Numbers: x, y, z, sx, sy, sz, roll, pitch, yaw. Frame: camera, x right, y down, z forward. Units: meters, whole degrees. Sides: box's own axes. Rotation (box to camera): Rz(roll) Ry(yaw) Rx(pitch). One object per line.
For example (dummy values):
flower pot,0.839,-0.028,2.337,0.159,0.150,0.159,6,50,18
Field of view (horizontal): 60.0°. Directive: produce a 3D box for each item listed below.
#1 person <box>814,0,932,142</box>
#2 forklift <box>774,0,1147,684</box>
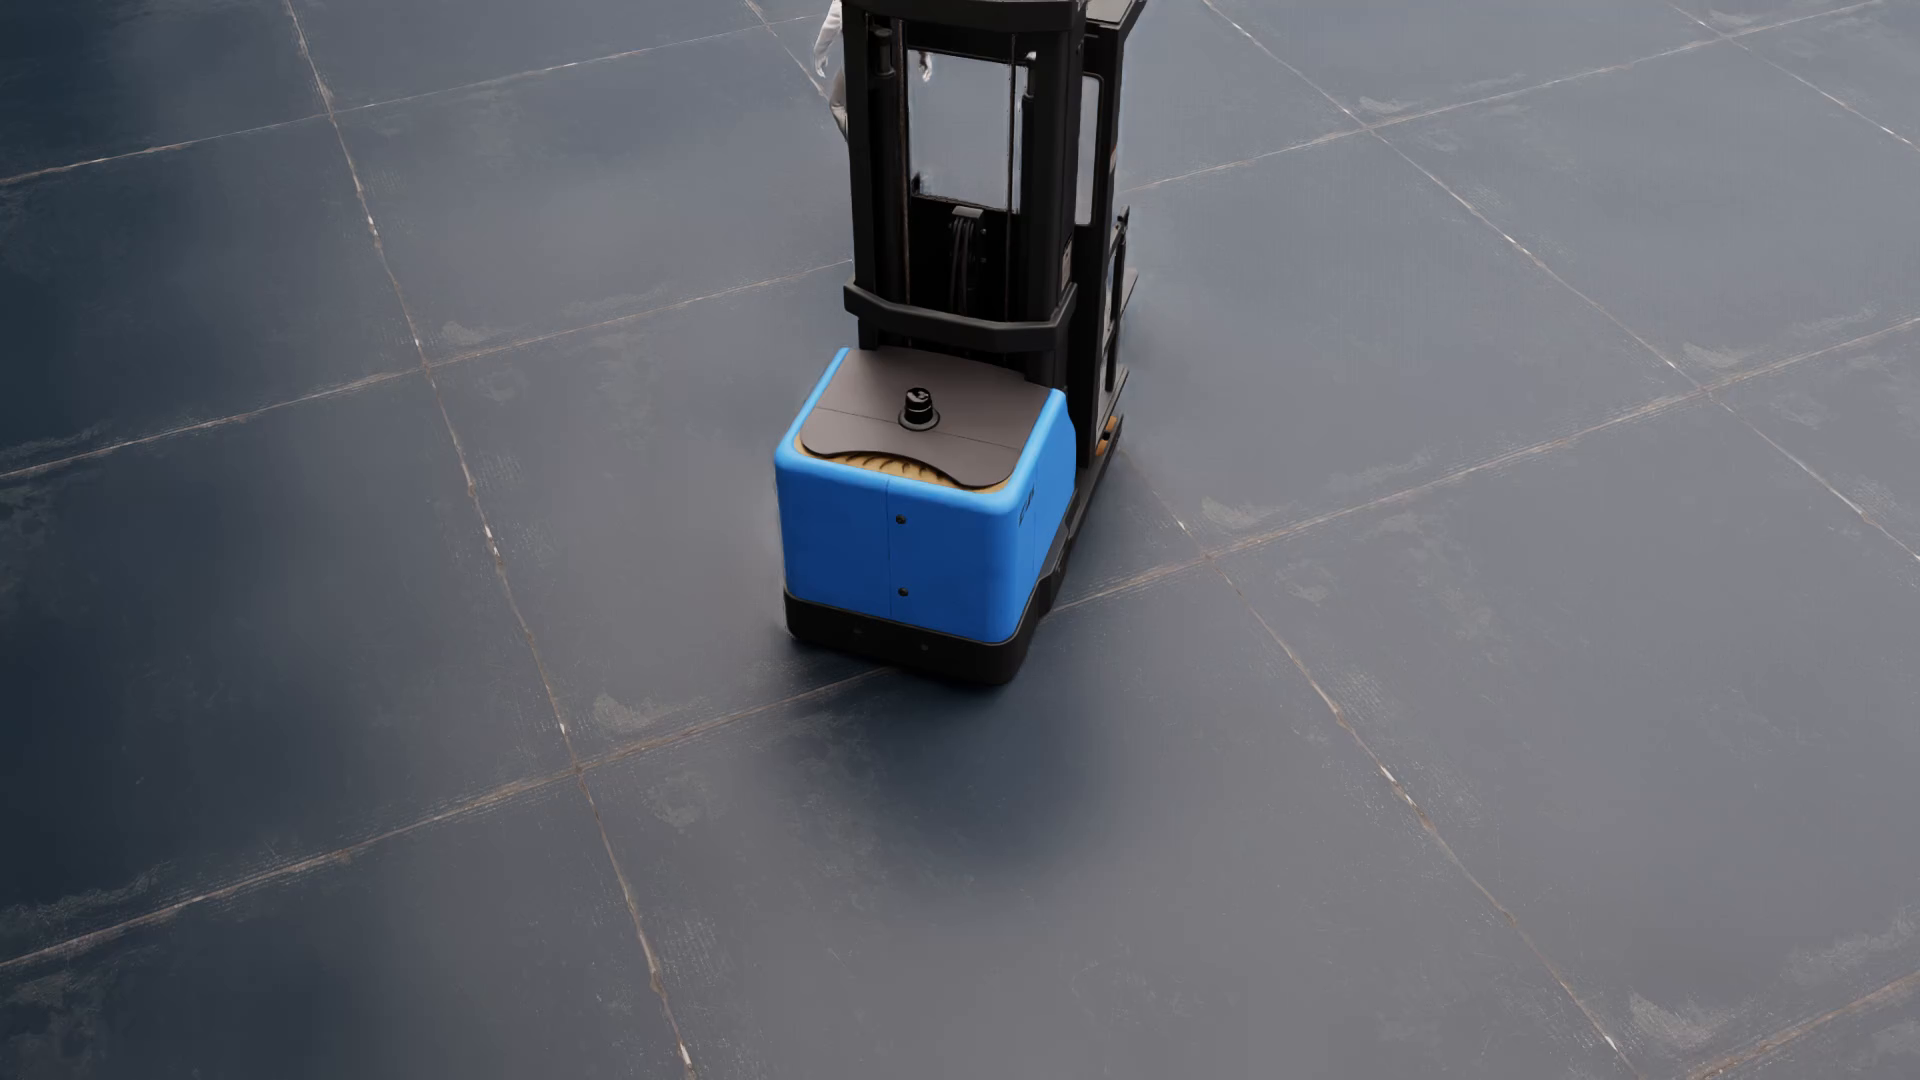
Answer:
person,-0.502,-2.779,9.601,0.654,1.650,0.432,-20,47,-20
forklift,0.177,-1.480,7.266,1.130,2.935,3.031,13,44,13
